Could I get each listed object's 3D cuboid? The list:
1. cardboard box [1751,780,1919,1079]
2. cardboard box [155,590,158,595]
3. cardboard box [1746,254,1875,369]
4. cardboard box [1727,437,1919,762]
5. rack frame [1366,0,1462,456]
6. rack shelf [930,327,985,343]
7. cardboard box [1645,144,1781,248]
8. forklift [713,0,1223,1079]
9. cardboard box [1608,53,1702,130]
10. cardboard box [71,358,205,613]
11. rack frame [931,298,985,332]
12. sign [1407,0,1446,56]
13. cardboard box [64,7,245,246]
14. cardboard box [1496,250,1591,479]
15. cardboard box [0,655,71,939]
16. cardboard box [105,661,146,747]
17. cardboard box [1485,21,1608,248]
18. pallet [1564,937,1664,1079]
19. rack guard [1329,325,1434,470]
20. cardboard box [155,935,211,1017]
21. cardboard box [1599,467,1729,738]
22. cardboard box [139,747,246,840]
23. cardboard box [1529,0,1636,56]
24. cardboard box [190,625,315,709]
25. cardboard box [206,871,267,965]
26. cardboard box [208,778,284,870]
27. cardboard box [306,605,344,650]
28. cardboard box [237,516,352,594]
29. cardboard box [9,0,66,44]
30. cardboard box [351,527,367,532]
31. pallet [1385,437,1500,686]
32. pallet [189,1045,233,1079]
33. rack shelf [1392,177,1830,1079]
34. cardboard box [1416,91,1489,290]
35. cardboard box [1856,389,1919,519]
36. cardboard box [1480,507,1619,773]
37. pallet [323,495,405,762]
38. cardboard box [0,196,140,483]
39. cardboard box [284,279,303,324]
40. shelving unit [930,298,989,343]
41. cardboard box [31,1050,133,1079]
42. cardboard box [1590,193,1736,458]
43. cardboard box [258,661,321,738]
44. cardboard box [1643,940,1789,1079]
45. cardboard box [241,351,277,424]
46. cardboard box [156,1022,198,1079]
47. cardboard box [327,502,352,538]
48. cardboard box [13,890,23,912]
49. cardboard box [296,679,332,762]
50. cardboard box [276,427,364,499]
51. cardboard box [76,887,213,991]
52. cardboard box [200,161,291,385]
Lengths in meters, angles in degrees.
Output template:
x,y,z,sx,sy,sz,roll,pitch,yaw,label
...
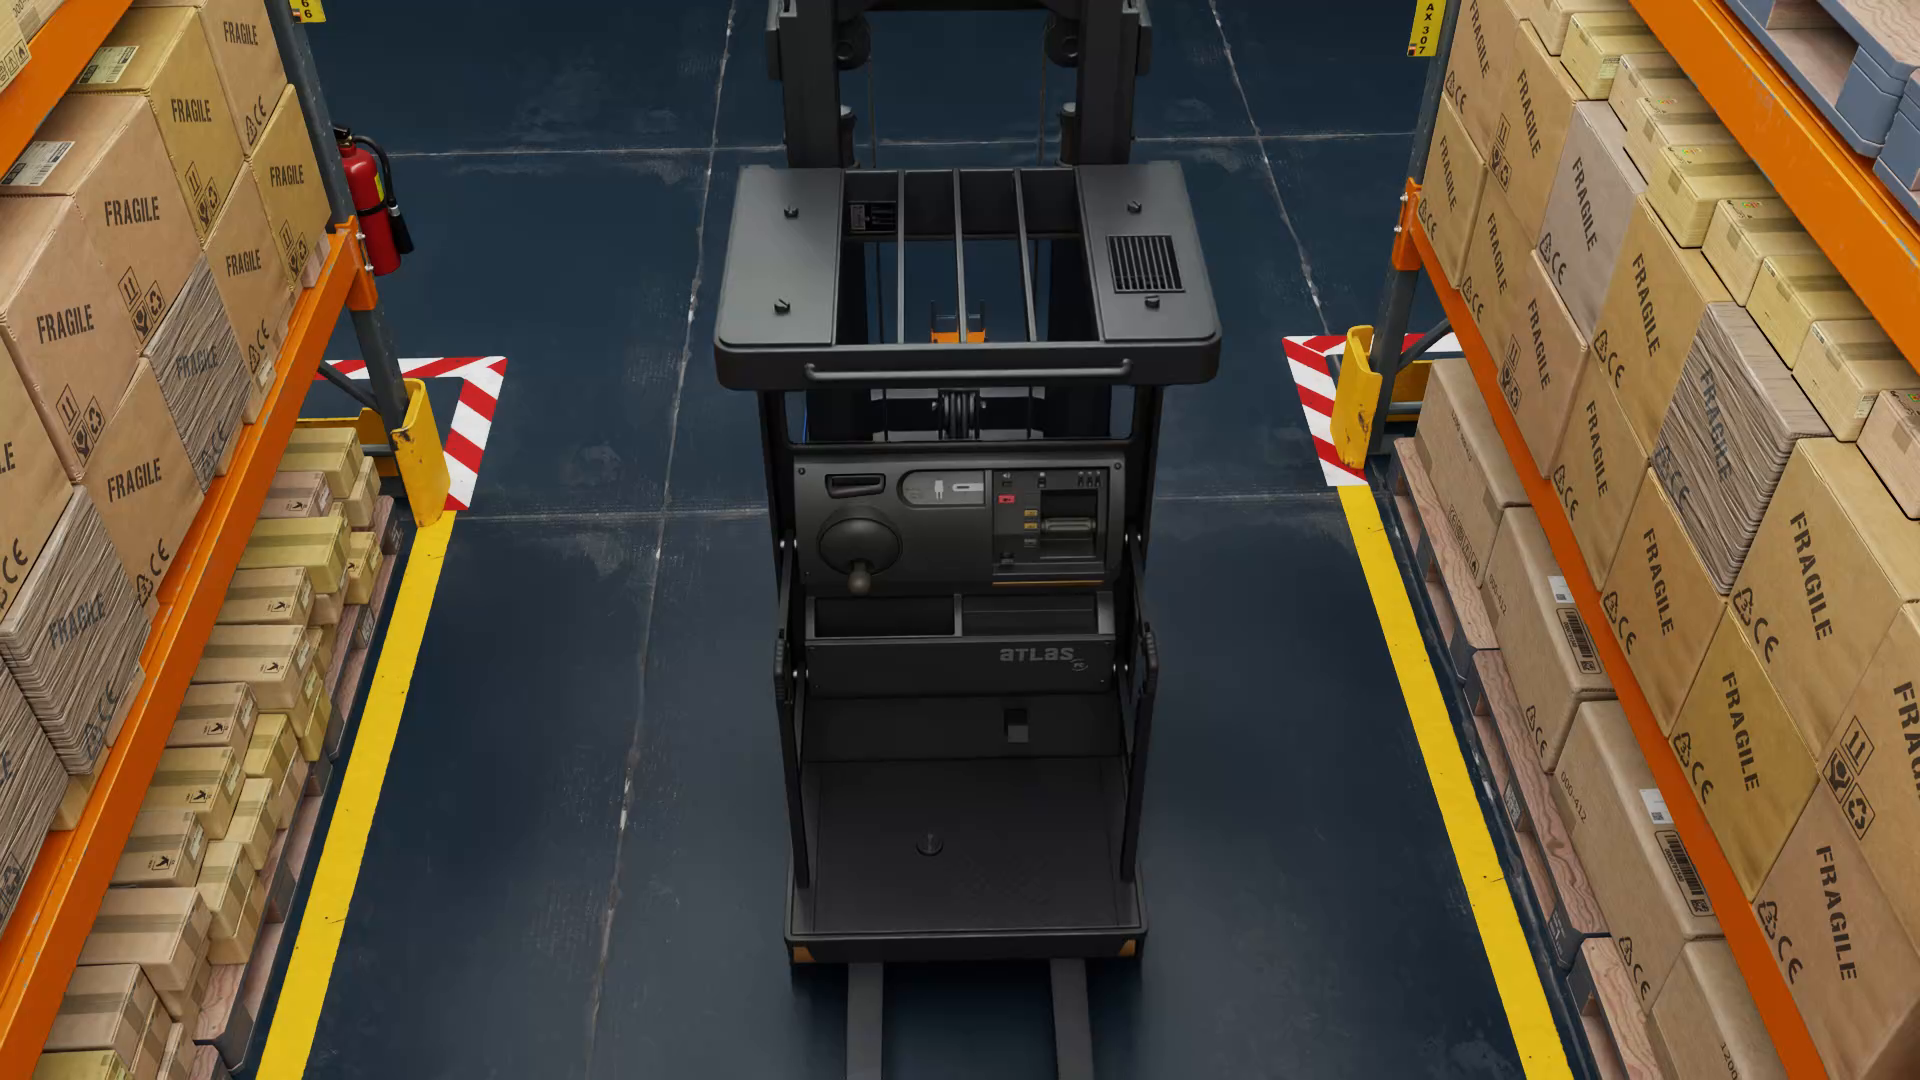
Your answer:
x,y,z,sx,sy,sz,roll,pitch,yaw,label
2.104,0.836,3.544,0.500,0.500,0.500,-1,43,-1,cardboard box
-2.441,0.044,4.668,0.380,0.149,0.250,-1,43,-1,cardboard box
2.057,-0.529,3.813,0.380,0.149,0.250,-2,43,-3,cardboard box
2.070,0.120,3.585,0.500,0.500,0.500,-2,43,-2,cardboard box
2.209,-1.521,6.190,1.000,3.000,0.127,-2,43,-2,rack frame
-0.002,-0.625,6.250,0.215,0.259,0.240,-2,43,-2,rack shelf
1.972,-0.870,4.185,0.380,0.149,0.250,-3,43,-3,cardboard box
0.008,0.038,4.539,1.130,2.935,3.031,-1,43,-1,forklift
2.020,-1.212,4.558,0.380,0.149,0.250,-1,43,-1,cardboard box
-2.397,-0.135,4.383,0.500,0.500,0.500,0,43,0,cardboard box
-0.007,-0.506,6.525,0.200,1.050,0.008,-2,43,-2,rack frame
1.655,-1.858,5.858,0.100,0.325,0.005,-2,43,-2,sign
-2.443,-1.182,4.786,0.500,0.500,0.500,-3,43,-3,cardboard box
1.996,-0.541,5.047,0.500,0.500,0.500,-2,43,-2,cardboard box
-2.360,0.567,3.617,0.500,0.500,0.500,-2,43,-2,cardboard box
-2.352,0.394,4.287,0.380,0.149,0.250,0,43,0,cardboard box
1.974,-1.246,5.075,0.500,0.500,0.500,-3,43,-3,cardboard box
2.425,1.691,4.749,1.003,0.211,1.213,-2,43,-2,pallet
2.208,-0.616,7.052,1.175,0.500,0.348,-2,43,-2,rack guard
-2.401,1.221,4.776,0.380,0.149,0.250,0,43,0,cardboard box
2.041,0.150,4.292,0.500,0.500,0.500,-2,43,-2,cardboard box
-2.411,0.772,5.047,0.380,0.149,0.250,-1,43,-2,cardboard box
1.927,-1.565,4.943,0.380,0.149,0.250,0,43,0,cardboard box
-2.350,0.415,5.436,0.380,0.149,0.250,0,43,0,cardboard box
-2.352,1.156,5.068,0.380,0.149,0.250,-3,43,-3,cardboard box
-2.334,0.882,5.147,0.380,0.149,0.250,-1,43,-1,cardboard box
-2.464,0.286,6.017,0.380,0.149,0.250,-2,43,-2,cardboard box
-2.365,0.058,5.825,0.380,0.149,0.250,-3,43,-3,cardboard box
-2.412,-1.383,3.930,0.500,0.250,0.500,0,43,0,cardboard box
-2.501,-0.066,6.401,0.380,0.149,0.250,-1,43,-1,cardboard box
2.321,0.044,6.546,1.003,0.211,1.213,-2,43,-2,pallet
-2.626,1.965,4.450,1.003,0.211,1.213,-2,43,-2,pallet
2.294,0.094,4.960,1.077,0.370,4.000,-2,43,-2,rack shelf
1.943,-1.226,5.794,0.500,0.500,0.500,-2,43,-2,cardboard box
2.116,-0.184,3.437,0.380,0.149,0.250,-2,43,-2,cardboard box
2.385,0.329,5.757,0.875,0.438,0.875,-1,43,-1,cardboard box
-2.730,0.318,6.247,1.003,0.211,1.213,-2,43,-2,pallet
-2.386,-0.475,4.014,0.500,0.500,0.500,-3,43,-3,cardboard box
-2.463,-0.837,5.630,0.380,0.149,0.250,-2,43,-2,cardboard box
-0.002,-0.423,6.435,0.215,1.050,0.252,-2,43,-2,shelving unit
-2.382,1.471,4.284,0.380,0.149,0.250,-2,43,-2,cardboard box
2.026,-0.562,4.329,0.500,0.500,0.500,-1,43,-2,cardboard box
-2.366,0.524,5.538,0.380,0.149,0.250,-1,43,-1,cardboard box
2.460,1.542,4.433,0.875,0.438,0.875,-2,43,-2,cardboard box
-2.403,-0.497,5.258,0.380,0.149,0.250,-1,43,-1,cardboard box
-2.391,1.515,4.677,0.380,0.149,0.250,-2,43,-3,cardboard box
-2.467,0.002,6.107,0.380,0.149,0.250,-3,43,-3,cardboard box
-2.402,0.747,3.901,0.380,0.149,0.250,-3,43,-4,cardboard box
-2.367,0.623,5.650,0.380,0.149,0.250,-3,43,-4,cardboard box
-2.456,-0.284,6.199,0.380,0.149,0.250,-1,43,-1,cardboard box
-2.345,1.121,4.666,0.380,0.149,0.250,-1,43,-1,cardboard box
-2.439,-0.814,5.124,0.500,0.500,0.500,-2,43,-2,cardboard box
